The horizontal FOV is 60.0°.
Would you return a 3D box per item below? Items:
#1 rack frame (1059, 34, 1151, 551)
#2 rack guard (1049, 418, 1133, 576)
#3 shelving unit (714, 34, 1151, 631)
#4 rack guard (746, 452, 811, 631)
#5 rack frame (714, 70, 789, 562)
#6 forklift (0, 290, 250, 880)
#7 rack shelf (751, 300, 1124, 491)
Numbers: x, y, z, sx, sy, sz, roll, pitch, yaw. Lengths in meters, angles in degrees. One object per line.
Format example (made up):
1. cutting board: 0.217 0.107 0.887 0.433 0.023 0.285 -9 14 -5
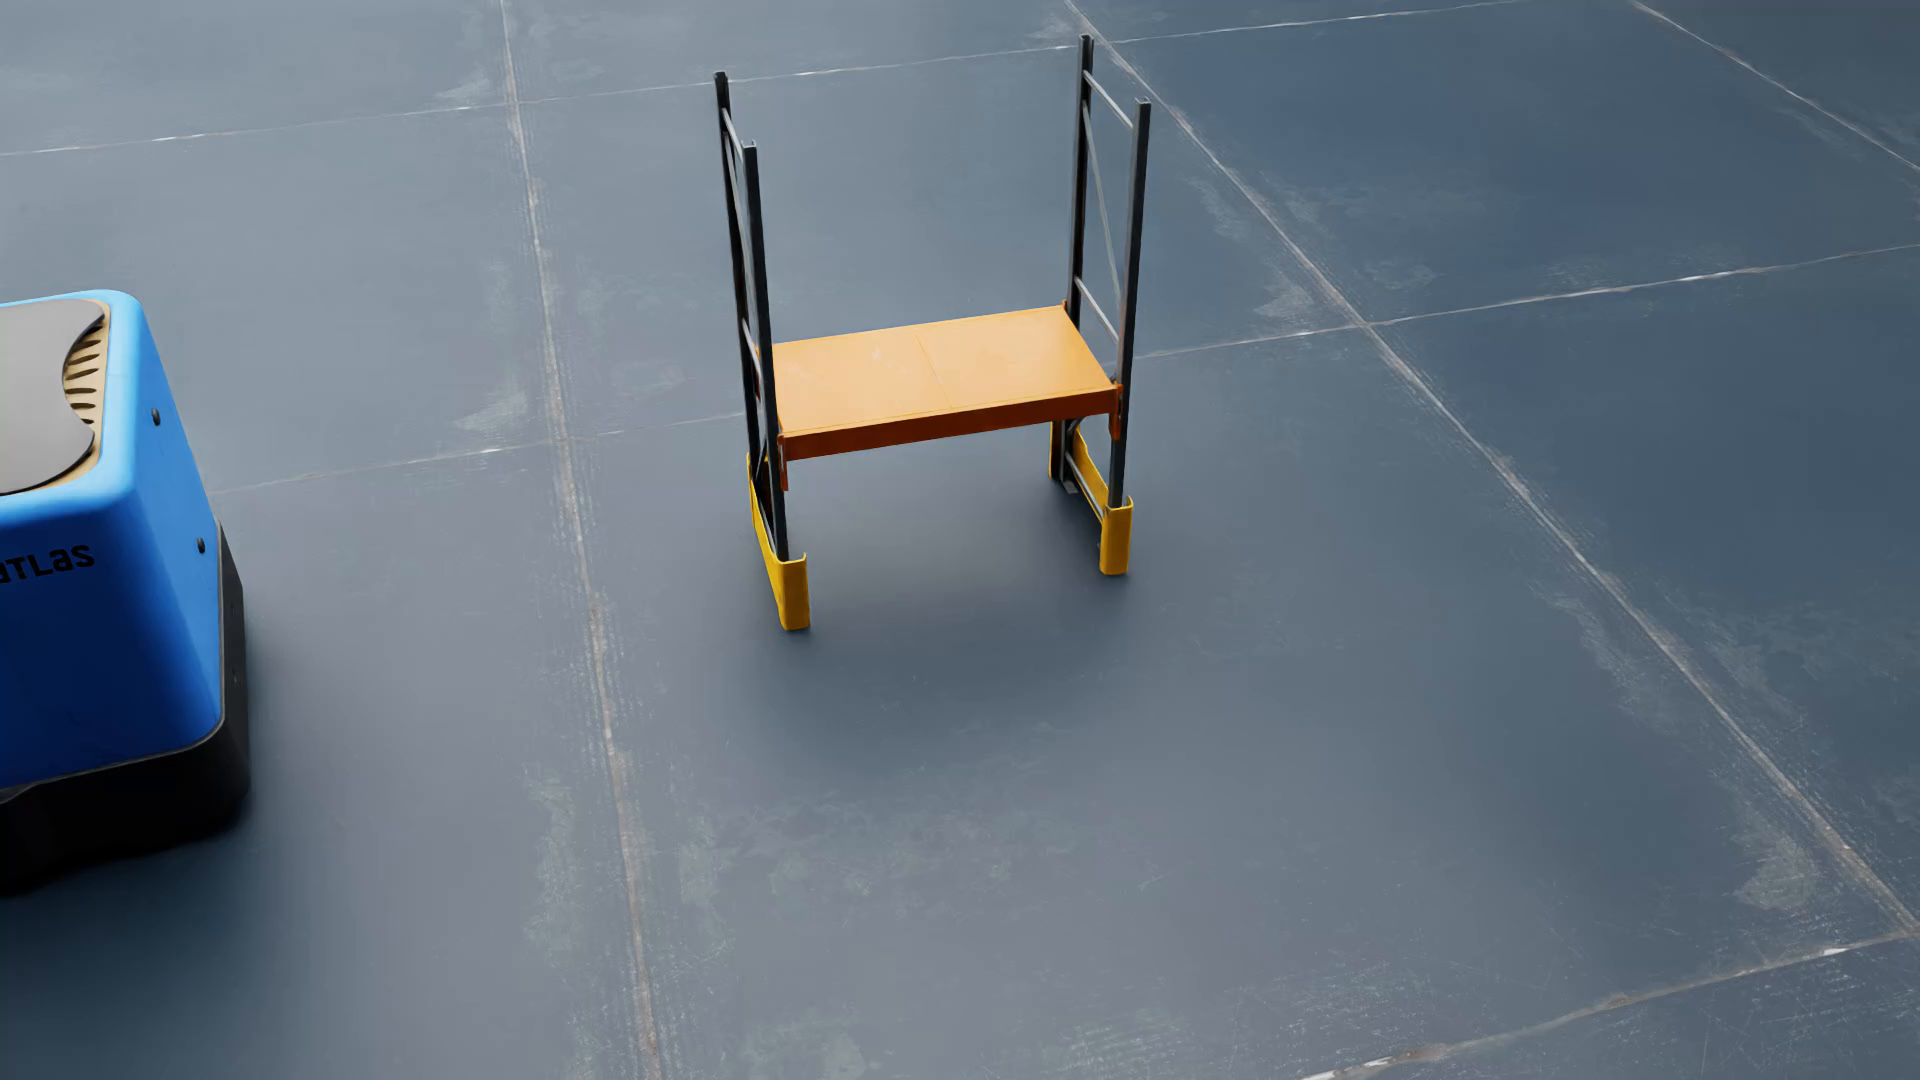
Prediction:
1. rack frame: 0.408 -0.663 4.882 0.032 1.500 0.500 -9 38 -12
2. rack guard: 0.407 -0.166 5.261 0.087 0.250 0.587 -9 38 -12
3. shelving unit: -0.074 -0.584 4.779 1.083 1.500 0.587 -9 38 -12
4. rack guard: -0.554 -0.008 5.055 0.087 0.250 0.587 -9 38 -12
5. rack frame: -0.573 -0.502 4.671 0.032 1.500 0.500 -9 38 -12
6. forklift: -3.408 -0.404 3.365 3.031 2.935 1.130 -13 39 -16
7. rack shelf: -0.082 -0.439 4.886 1.000 0.185 0.538 -9 38 -12
